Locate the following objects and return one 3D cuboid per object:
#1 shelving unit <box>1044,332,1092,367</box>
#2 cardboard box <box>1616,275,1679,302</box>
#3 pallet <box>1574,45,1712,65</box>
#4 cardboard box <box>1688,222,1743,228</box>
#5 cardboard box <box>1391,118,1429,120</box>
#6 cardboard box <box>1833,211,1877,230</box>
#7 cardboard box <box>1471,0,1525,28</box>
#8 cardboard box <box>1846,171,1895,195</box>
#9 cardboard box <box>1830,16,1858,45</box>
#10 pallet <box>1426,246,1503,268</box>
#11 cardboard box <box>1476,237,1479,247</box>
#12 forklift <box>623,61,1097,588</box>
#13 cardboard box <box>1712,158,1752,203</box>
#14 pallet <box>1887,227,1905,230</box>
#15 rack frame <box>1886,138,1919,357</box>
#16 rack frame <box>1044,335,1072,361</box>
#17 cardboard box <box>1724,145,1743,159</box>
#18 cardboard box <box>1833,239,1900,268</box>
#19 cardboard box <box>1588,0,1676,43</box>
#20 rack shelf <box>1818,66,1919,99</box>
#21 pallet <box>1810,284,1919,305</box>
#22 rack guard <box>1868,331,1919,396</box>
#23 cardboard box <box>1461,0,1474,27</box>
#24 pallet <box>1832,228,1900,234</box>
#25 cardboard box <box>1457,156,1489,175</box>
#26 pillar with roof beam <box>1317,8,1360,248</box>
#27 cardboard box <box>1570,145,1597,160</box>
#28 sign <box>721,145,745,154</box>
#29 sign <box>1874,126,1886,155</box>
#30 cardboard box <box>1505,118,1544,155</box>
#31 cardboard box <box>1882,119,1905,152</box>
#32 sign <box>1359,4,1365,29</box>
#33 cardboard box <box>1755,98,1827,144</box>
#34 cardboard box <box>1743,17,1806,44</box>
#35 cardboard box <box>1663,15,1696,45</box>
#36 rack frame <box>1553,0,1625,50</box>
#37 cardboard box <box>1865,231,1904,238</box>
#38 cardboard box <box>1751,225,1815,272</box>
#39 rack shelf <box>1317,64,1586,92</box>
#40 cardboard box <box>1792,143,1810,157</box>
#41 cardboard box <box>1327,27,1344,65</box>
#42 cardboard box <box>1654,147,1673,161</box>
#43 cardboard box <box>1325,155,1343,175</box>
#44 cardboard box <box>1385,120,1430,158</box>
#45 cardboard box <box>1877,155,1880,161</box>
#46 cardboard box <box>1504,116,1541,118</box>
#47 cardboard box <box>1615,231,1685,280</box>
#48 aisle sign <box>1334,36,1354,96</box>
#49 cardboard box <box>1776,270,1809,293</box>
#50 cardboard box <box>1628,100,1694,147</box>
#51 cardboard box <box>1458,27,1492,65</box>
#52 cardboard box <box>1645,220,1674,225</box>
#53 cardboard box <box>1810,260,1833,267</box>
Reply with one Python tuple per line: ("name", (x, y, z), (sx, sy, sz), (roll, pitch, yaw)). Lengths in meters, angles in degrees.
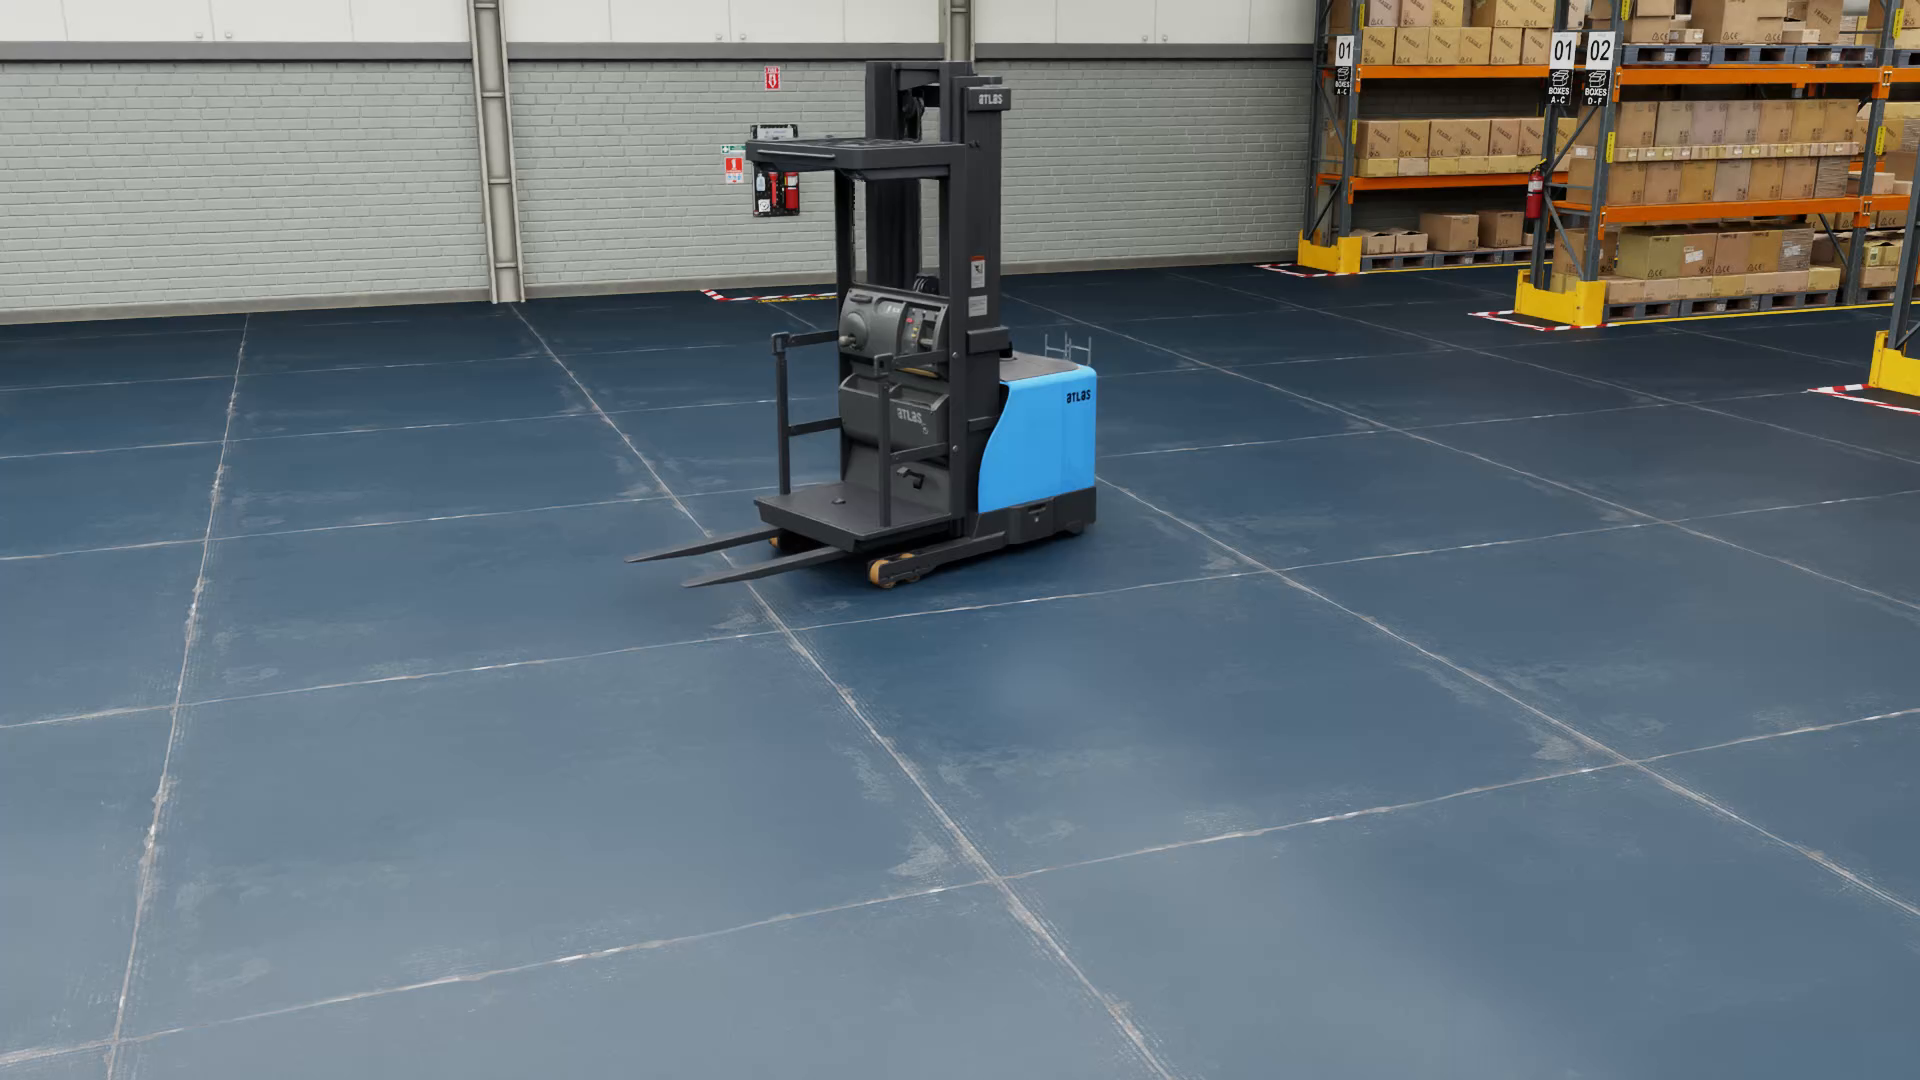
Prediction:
("shelving unit", (0.696, -0.757, 11.039), (0.189, 1.200, 0.258), (-12, 20, -40))
("cardboard box", (8.038, -2.960, 19.490), (0.500, 0.250, 0.500), (-6, 17, -20))
("pallet", (7.661, -5.492, 18.811), (1.213, 0.211, 1.003), (-6, 17, -20))
("cardboard box", (9.248, -3.611, 20.376), (0.500, 0.500, 0.500), (-6, 17, -20))
("cardboard box", (6.535, -5.836, 24.049), (0.500, 0.500, 0.500), (-7, 18, -22))
("cardboard box", (14.240, -5.437, 26.859), (0.750, 0.750, 0.750), (-6, 17, -20))
("cardboard box", (7.588, -7.479, 23.430), (0.500, 0.500, 0.500), (-7, 18, -22))
("cardboard box", (11.171, -4.424, 20.604), (0.500, 0.250, 0.500), (-5, 17, -17))
("cardboard box", (13.594, -7.970, 26.134), (0.500, 0.500, 0.700), (-7, 18, -23))
("pallet", (7.195, -4.198, 24.520), (1.213, 0.211, 1.003), (-6, 17, -20))
("cardboard box", (7.450, -4.425, 24.621), (0.250, 0.149, 0.380), (-8, 18, -25))
("forklift", (-0.558, -1.292, 9.797), (3.031, 2.935, 1.130), (-14, 21, -39))
("cardboard box", (8.877, -4.280, 19.670), (0.500, 0.500, 0.700), (-6, 17, -18))
("pallet", (15.728, -5.108, 27.619), (1.213, 0.211, 1.003), (-6, 17, -20))
("rack frame", (8.761, -2.727, 14.562), (0.127, 3.000, 1.000), (-6, 17, -20))
("rack frame", (0.628, -0.743, 10.979), (0.006, 1.200, 0.240), (-12, 20, -40))
("cardboard box", (8.871, -4.528, 19.365), (0.250, 0.149, 0.380), (-6, 17, -20))
("cardboard box", (11.202, -3.562, 20.543), (0.500, 0.311, 0.500), (-6, 17, -20))
("cardboard box", (7.530, -5.845, 18.679), (0.637, 0.503, 0.797), (-5, 17, -16))
("rack shelf", (12.595, -5.730, 20.740), (4.000, 0.370, 1.077), (-6, 17, -20))
("pallet", (11.401, -3.181, 21.056), (1.213, 0.211, 1.003), (-6, 17, -20))
("rack guard", (8.815, -1.548, 14.983), (0.348, 0.500, 1.175), (-6, 17, -20))
("cardboard box", (6.971, -7.573, 23.753), (0.500, 0.500, 0.500), (-6, 17, -20))
("pallet", (14.587, -4.984, 27.197), (1.213, 0.211, 1.003), (-6, 17, -20))
("cardboard box", (7.216, -5.394, 23.872), (0.500, 0.250, 0.500), (-6, 17, -20))
("pillar with roof beam", (7.100, -7.378, 19.752), (0.400, 9.000, 9.100), (-6, 17, -20))
("cardboard box", (7.280, -4.479, 19.198), (0.250, 0.149, 0.380), (-6, 18, -21))
("sign", (-2.910, -5.029, 21.396), (0.331, 0.109, 0.001), (-6, 17, -20))
("sign", (10.927, -4.742, 19.745), (0.005, 0.325, 0.100), (-6, 17, -20))
("cardboard box", (8.156, -5.854, 24.109), (0.500, 0.500, 0.500), (-6, 17, -20))
("cardboard box", (14.671, -6.477, 26.591), (0.500, 0.500, 0.500), (-6, 17, -19))
("sign", (5.410, -7.050, 22.407), (0.005, 0.325, 0.100), (-6, 17, -20))
("cardboard box", (9.844, -5.007, 19.846), (0.500, 0.500, 0.700), (-6, 17, -20))
("cardboard box", (9.658, -6.064, 19.764), (0.500, 0.311, 0.500), (-7, 18, -23))
("cardboard box", (10.642, -7.584, 24.856), (0.500, 0.500, 0.500), (-7, 18, -22))
("rack frame", (6.992, -6.910, 18.156), (0.127, 3.000, 1.000), (-6, 17, -20))
("cardboard box", (11.953, -3.806, 21.374), (0.500, 0.311, 0.500), (-6, 17, -20))
("cardboard box", (9.901, -3.525, 20.081), (0.500, 0.500, 0.500), (-6, 17, -20))
("rack shelf", (7.083, -6.630, 23.804), (4.000, 0.370, 1.077), (-6, 17, -20))
("cardboard box", (9.830, -4.632, 19.718), (0.250, 0.149, 0.380), (-6, 17, -20))
("cardboard box", (5.515, -6.940, 23.369), (0.500, 0.500, 0.500), (-5, 17, -16))
("cardboard box", (7.914, -4.425, 19.016), (0.250, 0.149, 0.380), (-6, 17, -20))
("cardboard box", (5.583, -5.370, 23.791), (0.500, 0.250, 0.500), (-6, 17, -19))
("cardboard box", (6.234, -5.648, 23.407), (0.500, 0.500, 0.500), (-6, 17, -20))
("cardboard box", (14.505, -6.159, 26.660), (0.250, 0.149, 0.380), (-6, 17, -20))
("cardboard box", (8.437, -6.042, 24.751), (0.500, 0.500, 0.500), (-7, 18, -21))
("cardboard box", (8.038, -3.320, 19.383), (0.500, 0.500, 0.500), (-6, 17, -20))
("aisle sign", (5.256, -6.495, 22.779), (0.004, 0.787, 0.394), (-6, 17, -20))
("cardboard box", (9.902, -3.165, 20.185), (0.500, 0.250, 0.500), (-6, 17, -20))
("cardboard box", (7.971, -4.805, 19.157), (0.500, 0.500, 0.700), (-7, 18, -22))
("cardboard box", (7.108, -6.957, 23.427), (0.500, 0.500, 0.500), (-5, 17, -17))
("cardboard box", (10.588, -4.934, 25.731), (0.500, 0.500, 0.700), (-6, 17, -19))
("cardboard box", (11.011, -3.435, 21.105), (0.500, 0.250, 0.500), (-6, 18, -21))
